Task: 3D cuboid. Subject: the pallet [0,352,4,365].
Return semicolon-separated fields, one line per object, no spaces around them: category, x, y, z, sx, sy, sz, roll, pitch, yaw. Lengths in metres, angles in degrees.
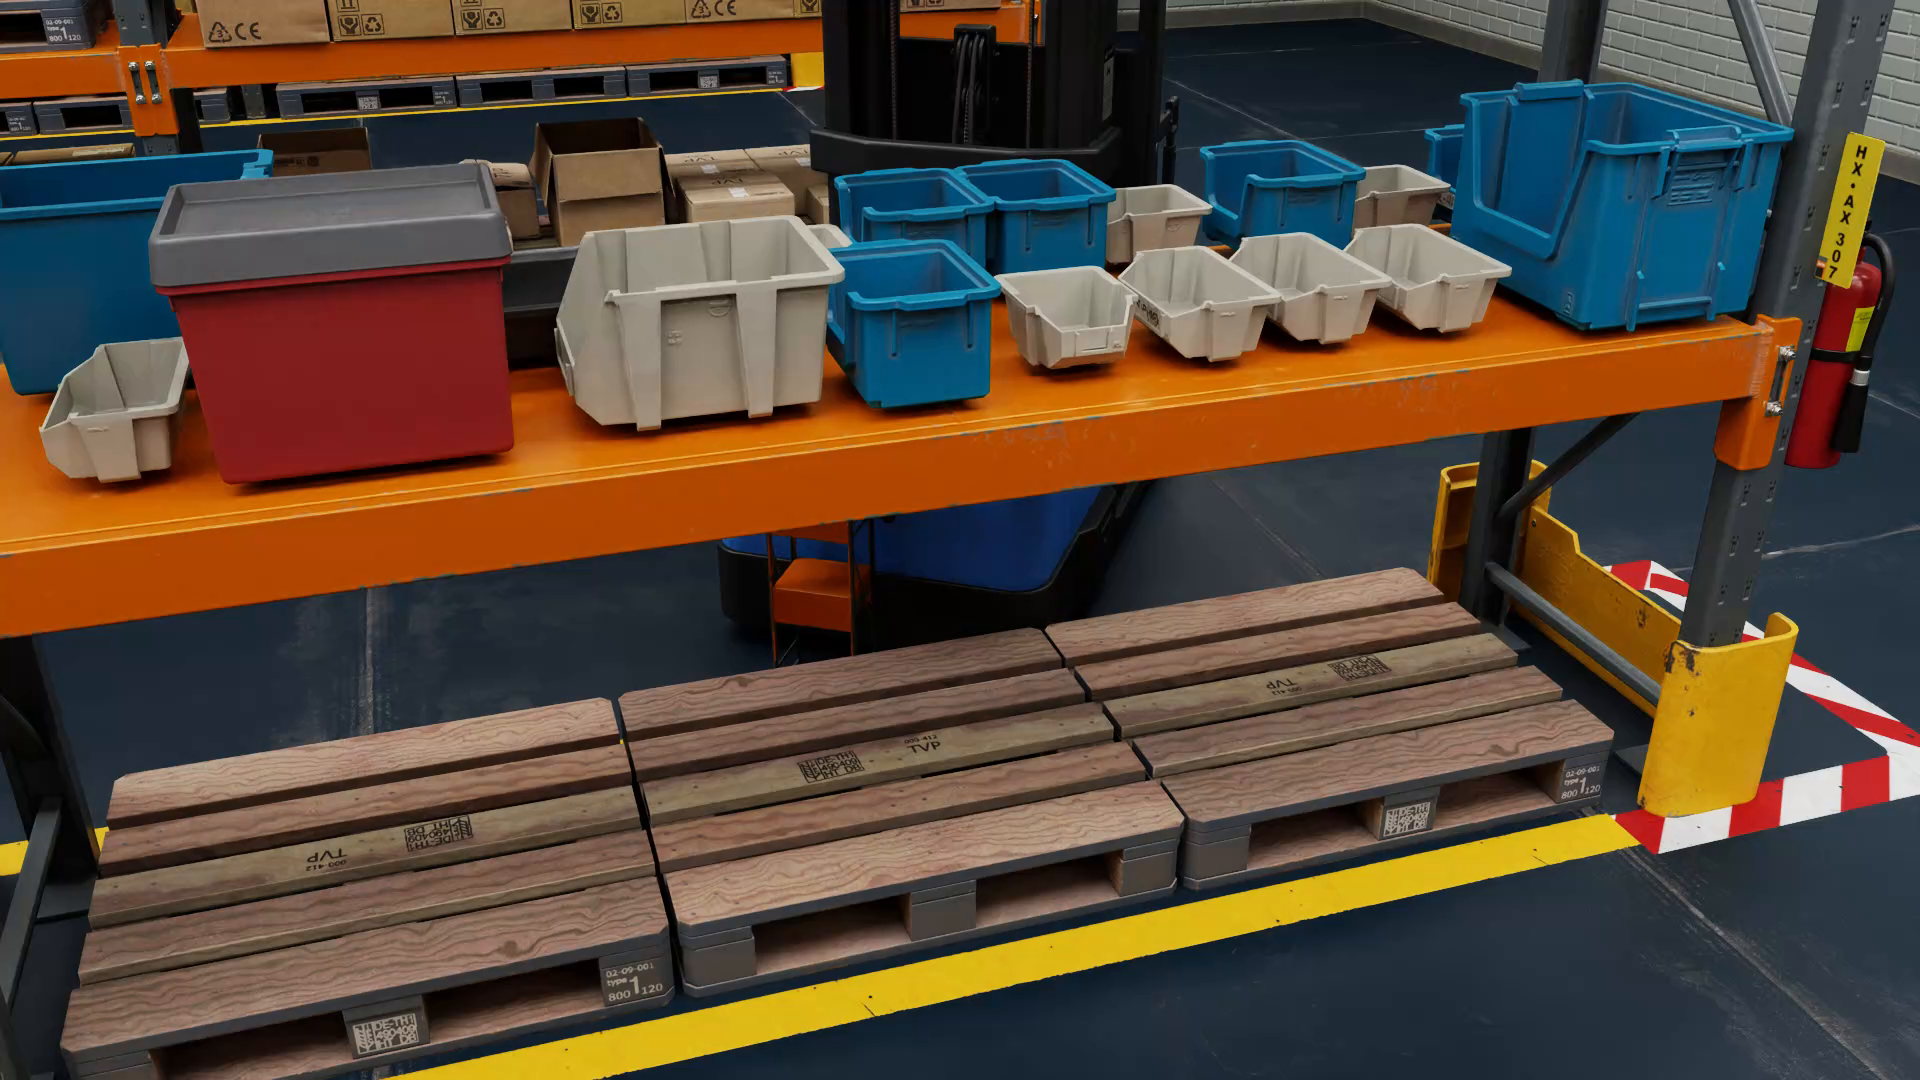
pallet;-4.332;-1.046;7.619;1.213;0.211;1.003;-8;28;-16

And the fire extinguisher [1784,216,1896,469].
fire extinguisher;2.048;-0.506;3.901;0.183;0.674;0.296;-8;28;-16

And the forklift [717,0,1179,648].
forklift;0.189;-1.580;5.637;1.130;2.935;3.031;8;27;16

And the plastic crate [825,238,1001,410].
plastic crate;-0.110;-0.439;3.382;0.300;0.233;0.416;-8;28;-16

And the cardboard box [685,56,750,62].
cardboard box;-1.939;-3.997;12.767;0.500;0.500;0.700;-8;28;-16

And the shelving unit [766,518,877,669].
shelving unit;-0.393;-0.054;4.678;0.252;1.050;0.215;7;27;14

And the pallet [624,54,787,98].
pallet;-2.041;-3.675;12.916;1.213;0.211;1.003;-8;28;-16

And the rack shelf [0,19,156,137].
rack shelf;-5.472;-1.825;6.862;4.000;0.370;1.077;-8;28;-16

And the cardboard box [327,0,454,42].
cardboard box;-2.515;-2.494;7.288;0.500;0.500;0.500;-8;27;-15

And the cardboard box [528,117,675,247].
cardboard box;-1.786;-1.762;8.239;0.637;0.503;0.797;-8;28;-16

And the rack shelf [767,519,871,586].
rack shelf;-0.393;-0.044;4.683;0.240;0.259;0.215;7;27;14

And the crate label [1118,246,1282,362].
crate label;0.507;-0.516;3.645;0.243;0.136;0.396;-8;28;-16

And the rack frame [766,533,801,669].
rack frame;-0.511;-0.068;4.706;0.008;1.050;0.200;7;27;14

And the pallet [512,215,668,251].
pallet;-1.755;-1.437;8.408;1.213;0.211;1.003;-8;28;-16

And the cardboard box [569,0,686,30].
cardboard box;-1.556;-2.633;7.568;0.500;0.500;0.500;-9;28;-17

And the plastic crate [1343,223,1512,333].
plastic crate;1.044;-0.599;3.811;0.243;0.136;0.396;-8;28;-16

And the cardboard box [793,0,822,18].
cardboard box;-0.601;-2.769;7.841;0.500;0.500;0.500;-8;28;-16

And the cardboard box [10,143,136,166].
cardboard box;-4.106;-1.537;7.788;0.500;0.500;0.500;-10;28;-18

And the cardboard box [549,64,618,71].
cardboard box;-2.893;-3.859;12.488;0.500;0.500;0.700;-9;28;-18

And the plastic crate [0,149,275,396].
plastic crate;-1.702;-0.556;3.447;0.575;0.384;0.392;-8;28;-16

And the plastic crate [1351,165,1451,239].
plastic crate;1.096;-0.883;4.385;0.298;0.136;0.250;-8;28;-16

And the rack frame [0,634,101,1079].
rack frame;-2.040;-0.328;3.037;0.127;3.000;1.000;-8;28;-16

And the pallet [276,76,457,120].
pallet;-4.361;-3.339;12.239;1.213;0.211;1.003;-8;28;-16

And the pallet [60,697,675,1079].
pallet;-1.353;0.804;3.894;1.213;0.211;1.003;-8;28;-16

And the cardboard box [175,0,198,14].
cardboard box;-5.686;-3.597;11.568;0.750;0.750;0.750;-8;27;-15

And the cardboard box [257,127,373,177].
cardboard box;-3.116;-1.698;8.114;0.500;0.500;0.500;-8;28;-16

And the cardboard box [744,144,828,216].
cardboard box;-0.847;-1.915;8.832;0.500;0.250;0.500;-8;28;-16

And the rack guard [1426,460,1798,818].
rack guard;1.782;0.232;4.720;0.348;0.500;1.175;-8;28;-16

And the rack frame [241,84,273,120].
rack frame;-5.108;-4.517;11.474;0.127;3.000;1.000;-8;28;-16

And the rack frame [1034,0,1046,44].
rack frame;0.233;-2.973;8.366;0.127;3.000;1.000;-8;28;-16

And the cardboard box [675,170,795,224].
cardboard box;-1.120;-1.642;8.281;0.500;0.250;0.500;-8;28;-16

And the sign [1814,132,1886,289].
sign;1.949;-0.721;3.646;0.005;0.325;0.100;-8;28;-16

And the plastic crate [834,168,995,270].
plastic crate;-0.111;-0.713;3.934;0.300;0.233;0.416;-8;28;-16

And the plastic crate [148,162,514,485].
plastic crate;-1.113;-0.400;3.044;0.583;0.464;0.402;-8;28;-16

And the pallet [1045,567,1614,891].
pallet;0.967;0.468;4.571;1.213;0.211;1.003;-8;28;-16

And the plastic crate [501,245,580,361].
plastic crate;-1.059;-0.499;3.624;0.590;0.125;0.437;-8;28;-16

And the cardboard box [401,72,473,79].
cardboard box;-3.886;-3.713;12.194;0.500;0.500;0.700;-9;28;-17

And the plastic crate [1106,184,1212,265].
plastic crate;0.451;-0.790;4.197;0.298;0.136;0.250;-8;28;-16
